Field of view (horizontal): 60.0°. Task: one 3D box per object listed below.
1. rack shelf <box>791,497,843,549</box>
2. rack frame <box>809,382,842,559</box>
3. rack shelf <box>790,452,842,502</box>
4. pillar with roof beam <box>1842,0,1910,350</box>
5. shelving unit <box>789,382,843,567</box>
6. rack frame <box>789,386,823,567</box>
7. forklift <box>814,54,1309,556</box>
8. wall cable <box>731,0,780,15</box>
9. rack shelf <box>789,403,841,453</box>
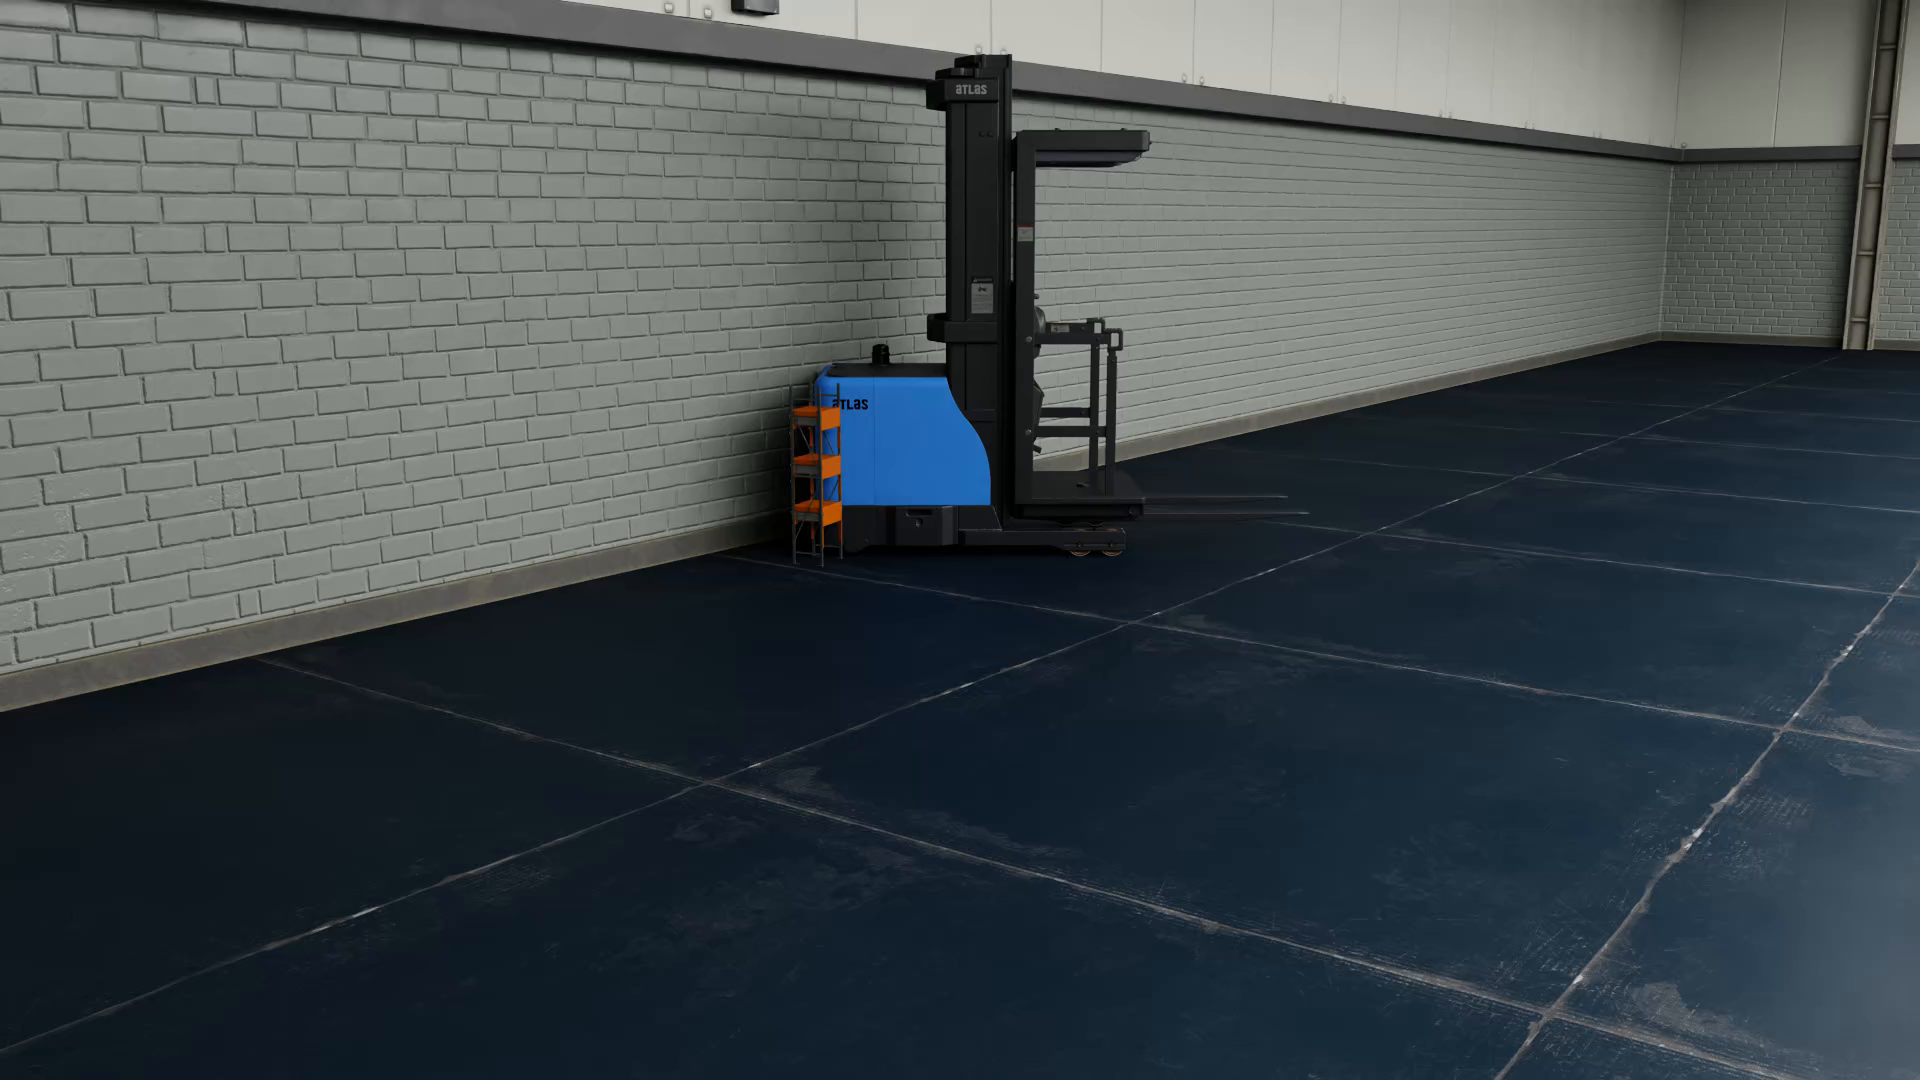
[{"bbox_3d":[-0.845,-0.105,9.828,0.215,0.259,0.240,5,12,23],"label":"rack shelf"},{"bbox_3d":[-0.797,-0.410,9.883,0.200,1.050,0.008,5,12,23],"label":"rack frame"},{"bbox_3d":[-0.845,-0.378,9.775,0.215,0.259,0.240,5,12,23],"label":"rack shelf"},{"bbox_3d":[11.449,-6.738,21.664,0.400,9.000,9.100,8,13,36],"label":"pillar with roof beam"},{"bbox_3d":[-0.845,-0.388,9.773,0.215,1.050,0.252,5,12,23],"label":"shelving unit"},{"bbox_3d":[-0.893,-0.367,9.663,0.200,1.050,0.008,5,12,23],"label":"rack frame"},{"bbox_3d":[0.625,-1.441,10.264,3.031,2.935,1.130,0,11,-1],"label":"forklift"},{"bbox_3d":[-0.607,-6.229,10.083,0.169,6.003,2.305,8,13,36],"label":"wall cable"},{"bbox_3d":[-0.845,-0.657,9.721,0.215,0.259,0.240,5,12,23],"label":"rack shelf"}]
